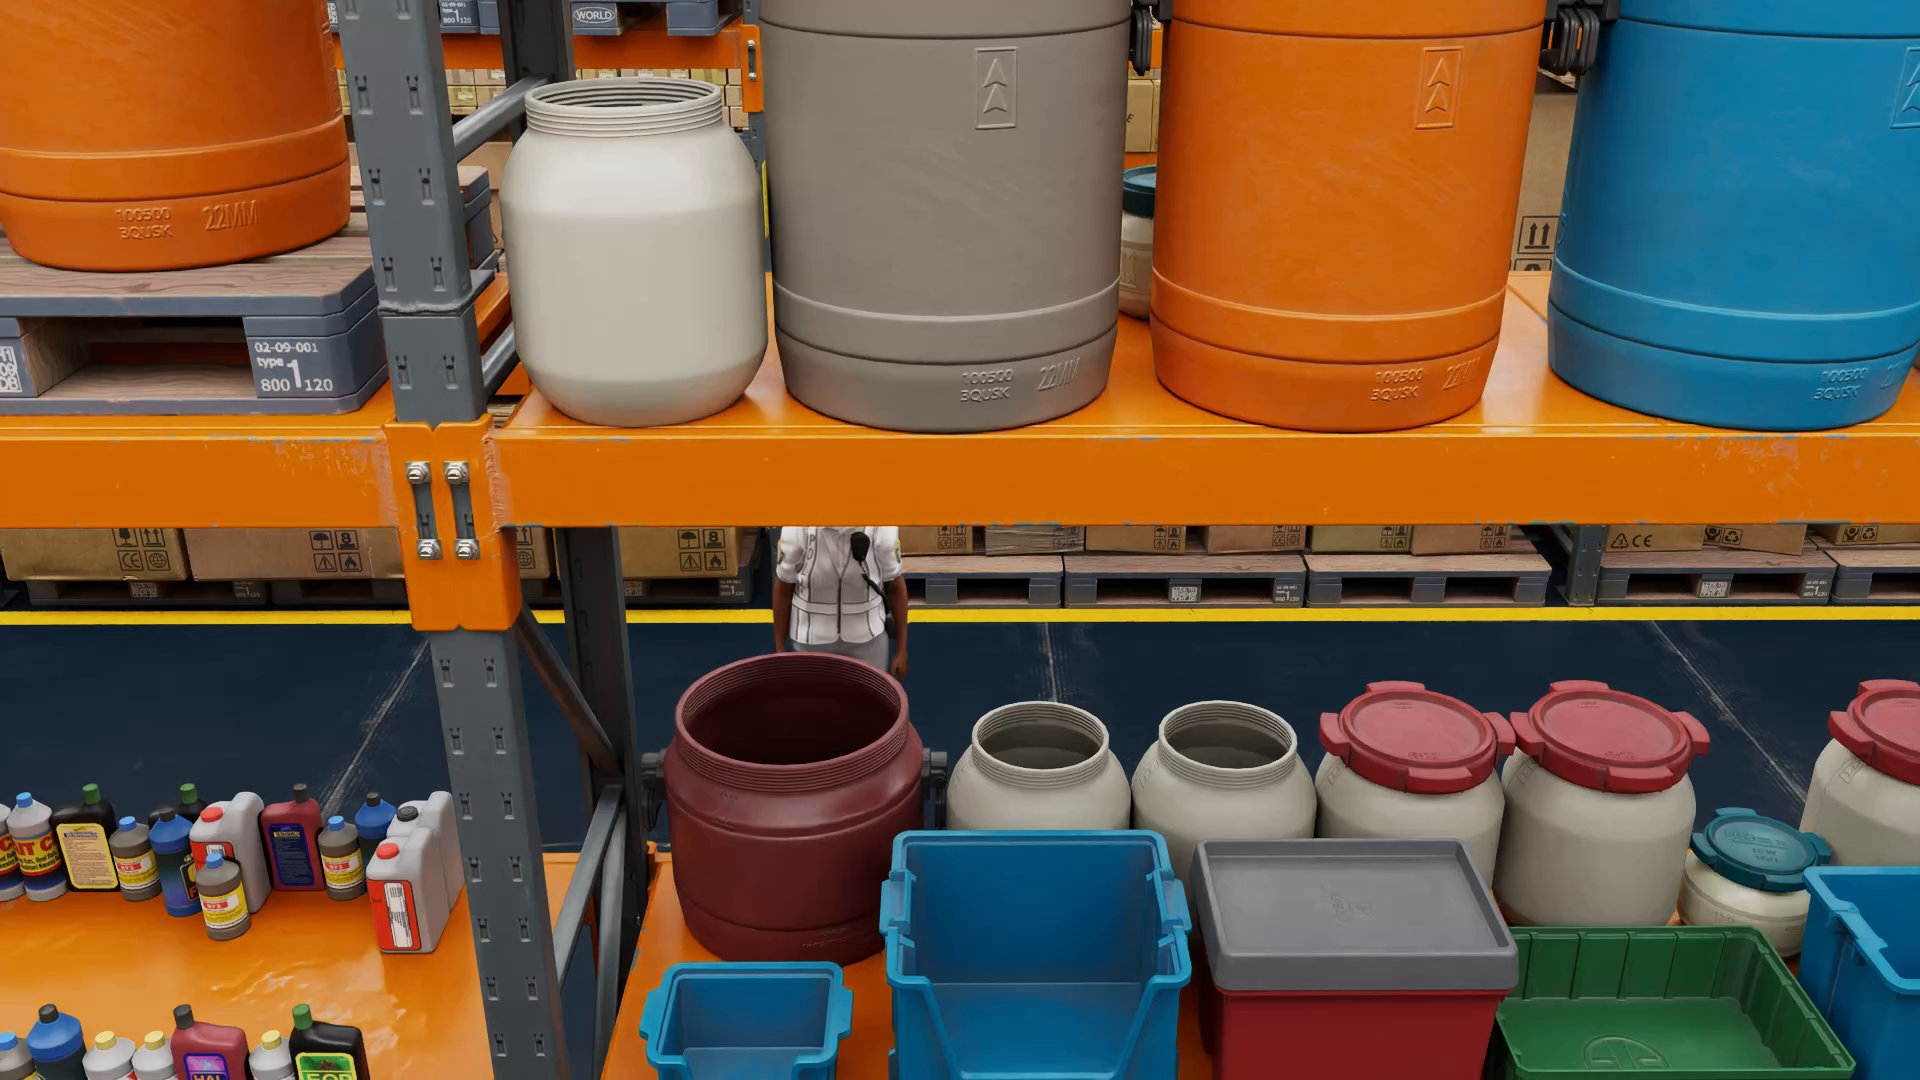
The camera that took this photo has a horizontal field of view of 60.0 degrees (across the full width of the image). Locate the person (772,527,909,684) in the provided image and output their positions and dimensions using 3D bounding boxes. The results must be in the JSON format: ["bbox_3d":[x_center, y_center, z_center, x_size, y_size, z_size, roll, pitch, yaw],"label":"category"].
[{"bbox_3d":[-0.454,0.412,6.189,0.530,1.661,0.419,-1,24,-3],"label":"person"}]
